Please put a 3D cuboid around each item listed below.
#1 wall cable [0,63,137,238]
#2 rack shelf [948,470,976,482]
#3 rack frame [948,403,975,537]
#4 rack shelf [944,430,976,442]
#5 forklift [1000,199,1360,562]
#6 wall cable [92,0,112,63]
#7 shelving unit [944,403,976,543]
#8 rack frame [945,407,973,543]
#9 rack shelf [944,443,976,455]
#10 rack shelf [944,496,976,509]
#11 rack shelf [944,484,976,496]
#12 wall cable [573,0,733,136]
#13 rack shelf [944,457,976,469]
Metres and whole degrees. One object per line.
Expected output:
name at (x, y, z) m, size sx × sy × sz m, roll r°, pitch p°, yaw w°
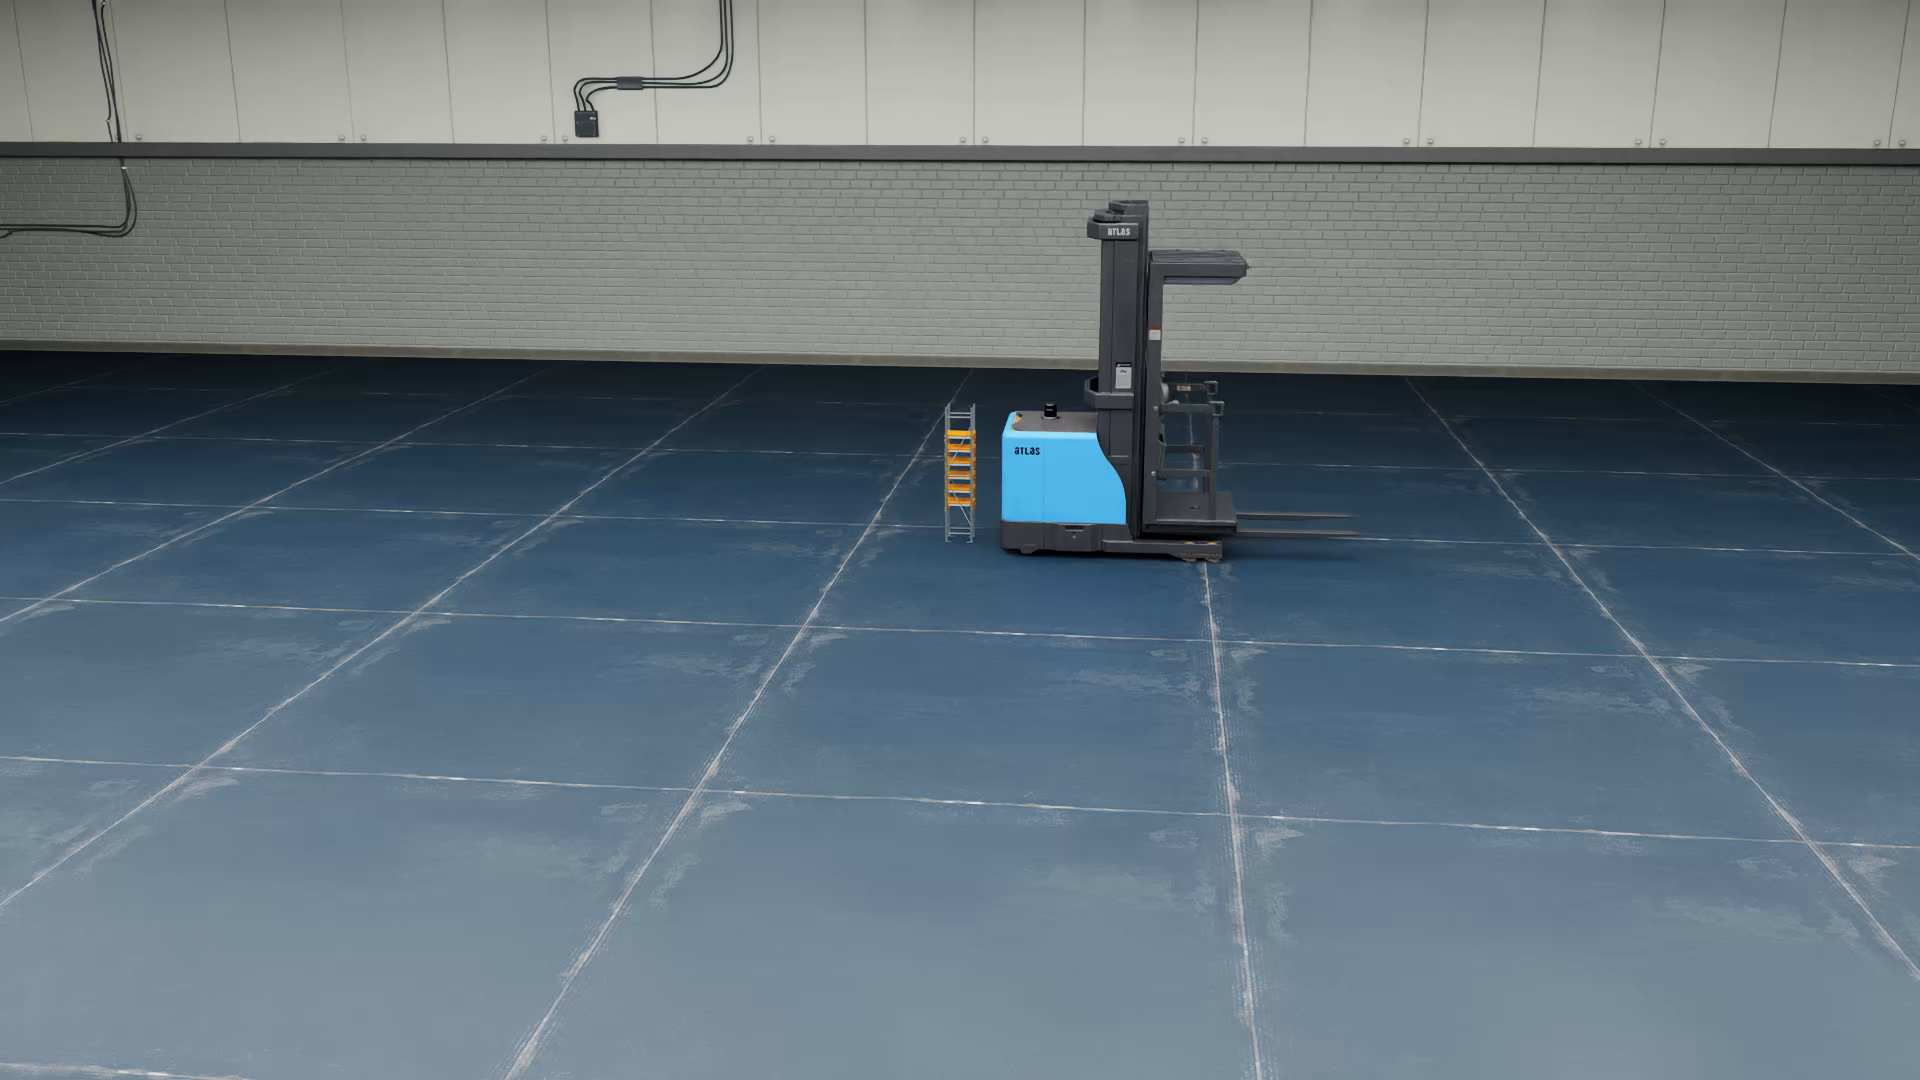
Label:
wall cable at (-13.712, -5.717, 24.512) m, size 3.097 × 2.526 × 0.112 m, roll 2°, pitch 15°, yaw 6°
rack shelf at (0.002, -0.540, 14.531) m, size 0.258 × 0.103 × 0.180 m, roll 2°, pitch 15°, yaw 6°
rack frame at (0.012, -0.607, 14.607) m, size 0.240 × 1.200 × 0.006 m, roll 2°, pitch 15°, yaw 6°
rack shelf at (0.002, -0.888, 14.437) m, size 0.258 × 0.103 × 0.180 m, roll 2°, pitch 15°, yaw 6°
forklift at (1.890, -1.373, 14.123) m, size 3.031 × 2.935 × 1.130 m, roll 1°, pitch 15°, yaw 5°
wall cable at (-11.024, -8.075, 23.559) m, size 3.097 × 2.526 × 0.112 m, roll 2°, pitch 15°, yaw 6°
shelving unit at (0.002, -0.583, 14.519) m, size 0.258 × 1.200 × 0.189 m, roll 2°, pitch 15°, yaw 6°
rack frame at (-0.009, -0.559, 14.432) m, size 0.240 × 1.200 × 0.006 m, roll 2°, pitch 15°, yaw 6°
rack shelf at (0.002, -0.772, 14.468) m, size 0.258 × 0.103 × 0.180 m, roll 2°, pitch 15°, yaw 6°
rack shelf at (0.002, -0.308, 14.594) m, size 0.258 × 0.103 × 0.180 m, roll 2°, pitch 15°, yaw 6°
rack shelf at (0.002, -0.424, 14.562) m, size 0.258 × 0.103 × 0.180 m, roll 2°, pitch 15°, yaw 6°
wall cable at (-4.281, -8.574, 22.614) m, size 2.305 × 6.003 × 0.169 m, roll 2°, pitch 15°, yaw 6°
rack shelf at (0.002, -0.656, 14.500) m, size 0.258 × 0.103 × 0.180 m, roll 2°, pitch 15°, yaw 6°
